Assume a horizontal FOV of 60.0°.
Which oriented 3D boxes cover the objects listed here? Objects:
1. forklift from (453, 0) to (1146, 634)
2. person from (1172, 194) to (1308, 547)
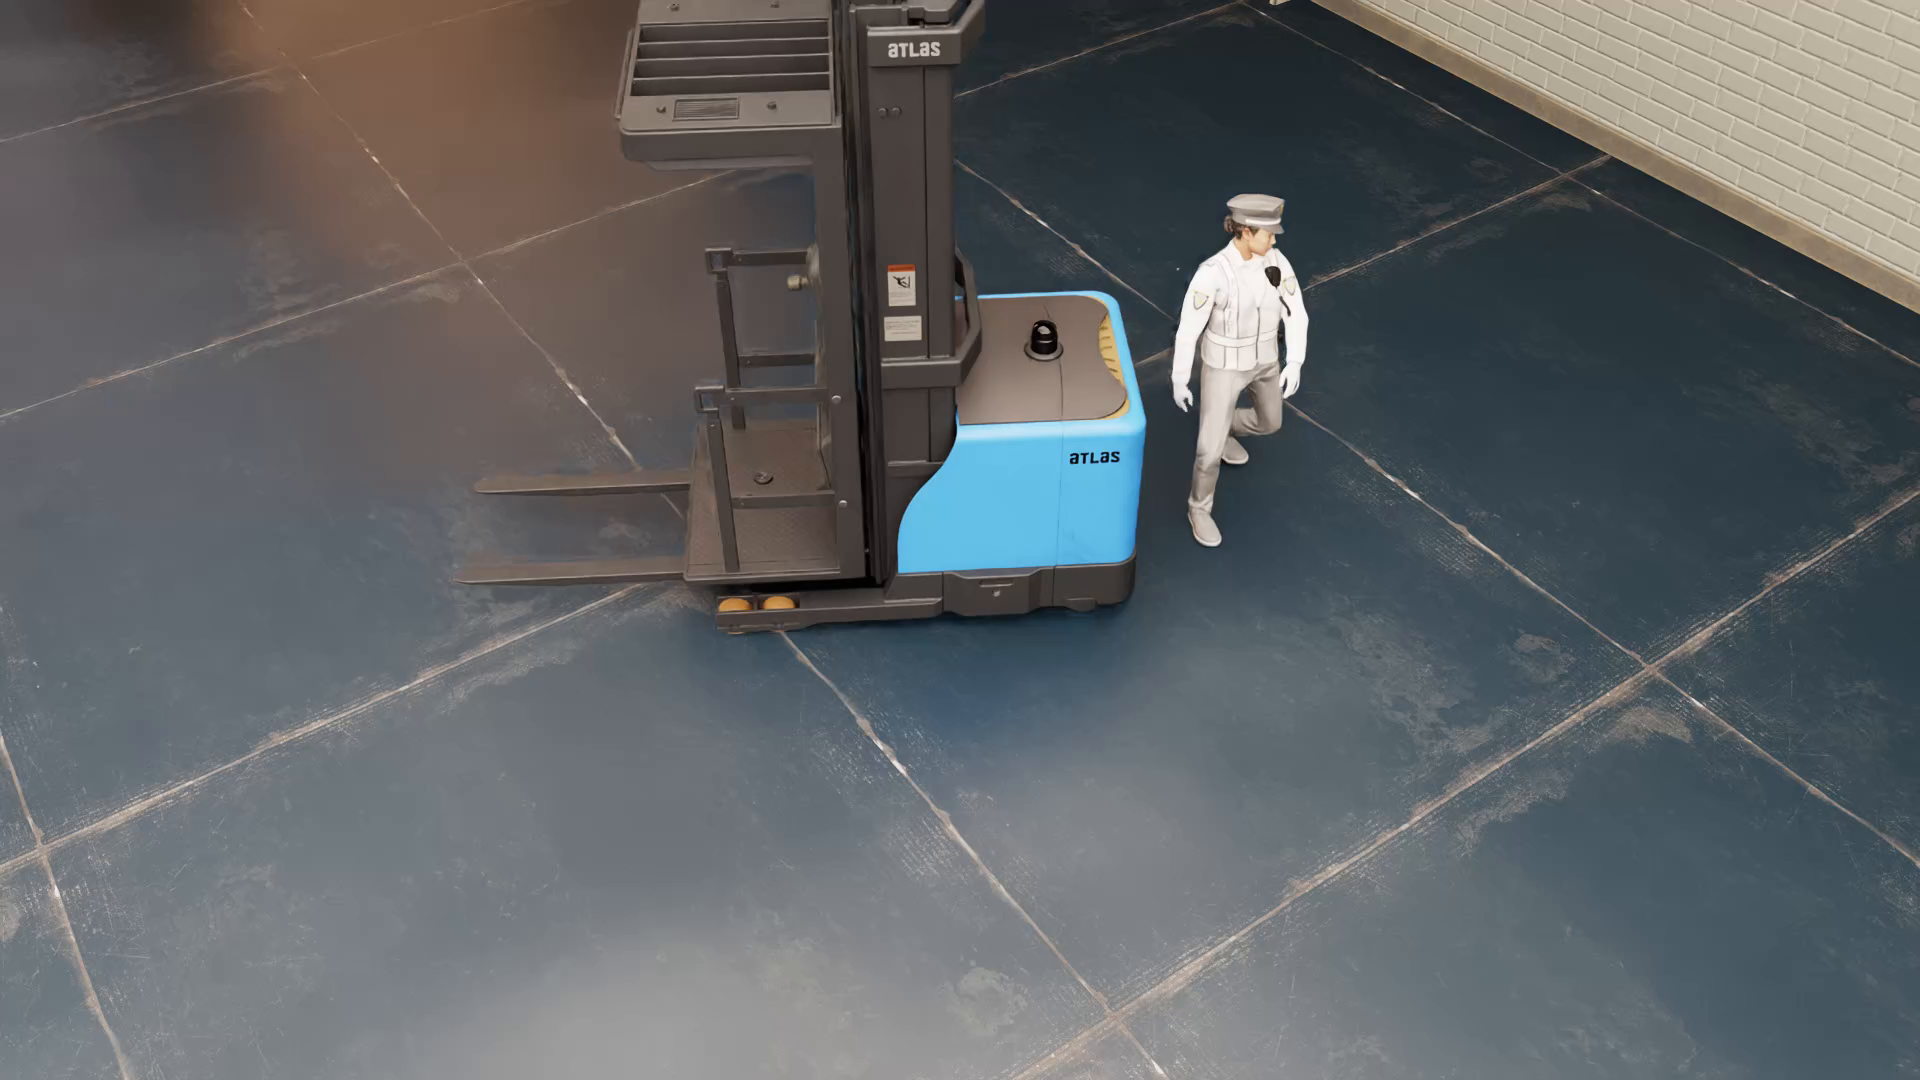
[{"bbox_3d":[-0.756,-1.029,6.833,3.031,2.935,1.130,-3,43,-3],"label":"forklift"},{"bbox_3d":[1.234,-0.797,7.580,0.647,1.567,0.704,-20,46,-20],"label":"person"}]
